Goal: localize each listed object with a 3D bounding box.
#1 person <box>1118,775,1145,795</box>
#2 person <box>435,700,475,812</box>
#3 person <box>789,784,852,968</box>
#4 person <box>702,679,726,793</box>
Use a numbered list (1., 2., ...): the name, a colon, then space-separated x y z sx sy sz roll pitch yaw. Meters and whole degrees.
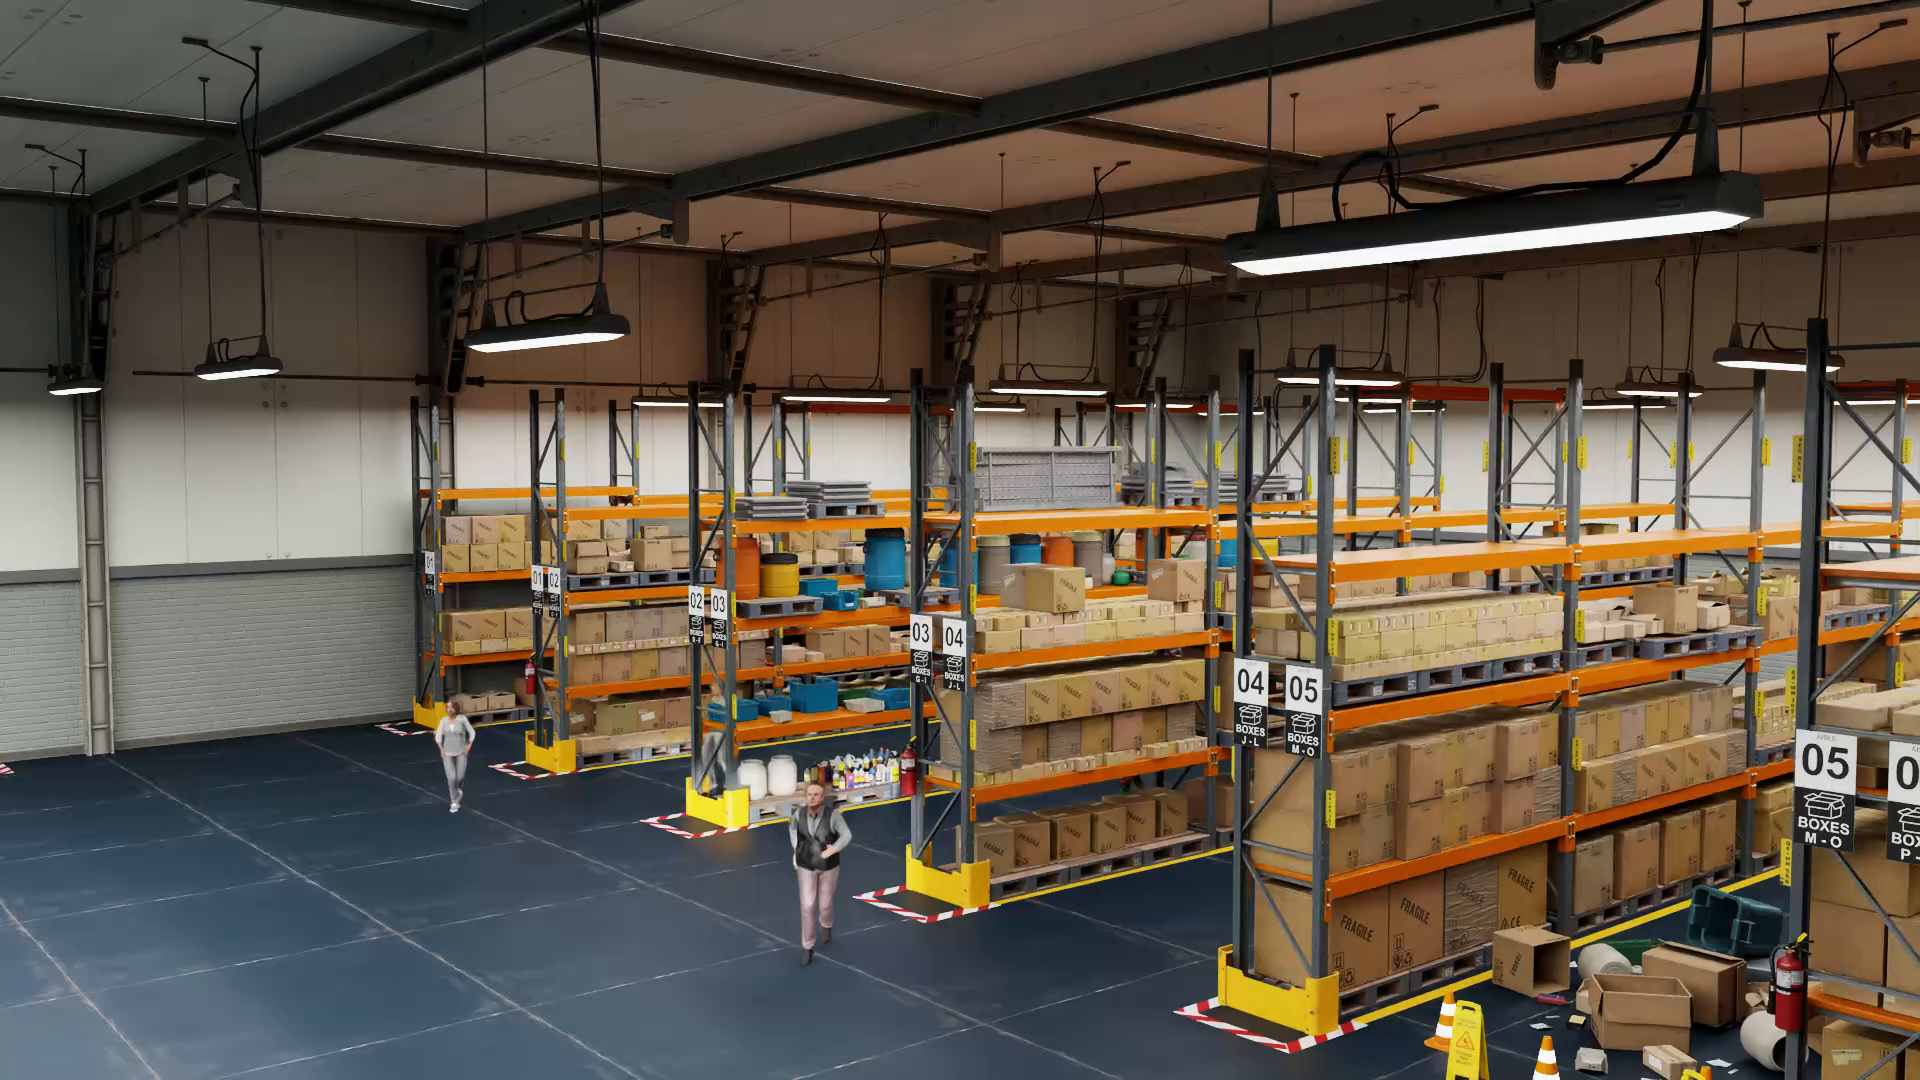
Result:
1. person: 2.398 2.836 23.695 0.645 1.799 0.899 3 4 41
2. person: -7.092 3.016 23.354 0.541 1.566 0.496 -1 3 -9
3. person: -1.405 3.311 16.721 0.656 1.759 0.836 0 3 2
4. person: -3.540 2.899 24.488 0.679 1.724 0.559 -3 4 -41
